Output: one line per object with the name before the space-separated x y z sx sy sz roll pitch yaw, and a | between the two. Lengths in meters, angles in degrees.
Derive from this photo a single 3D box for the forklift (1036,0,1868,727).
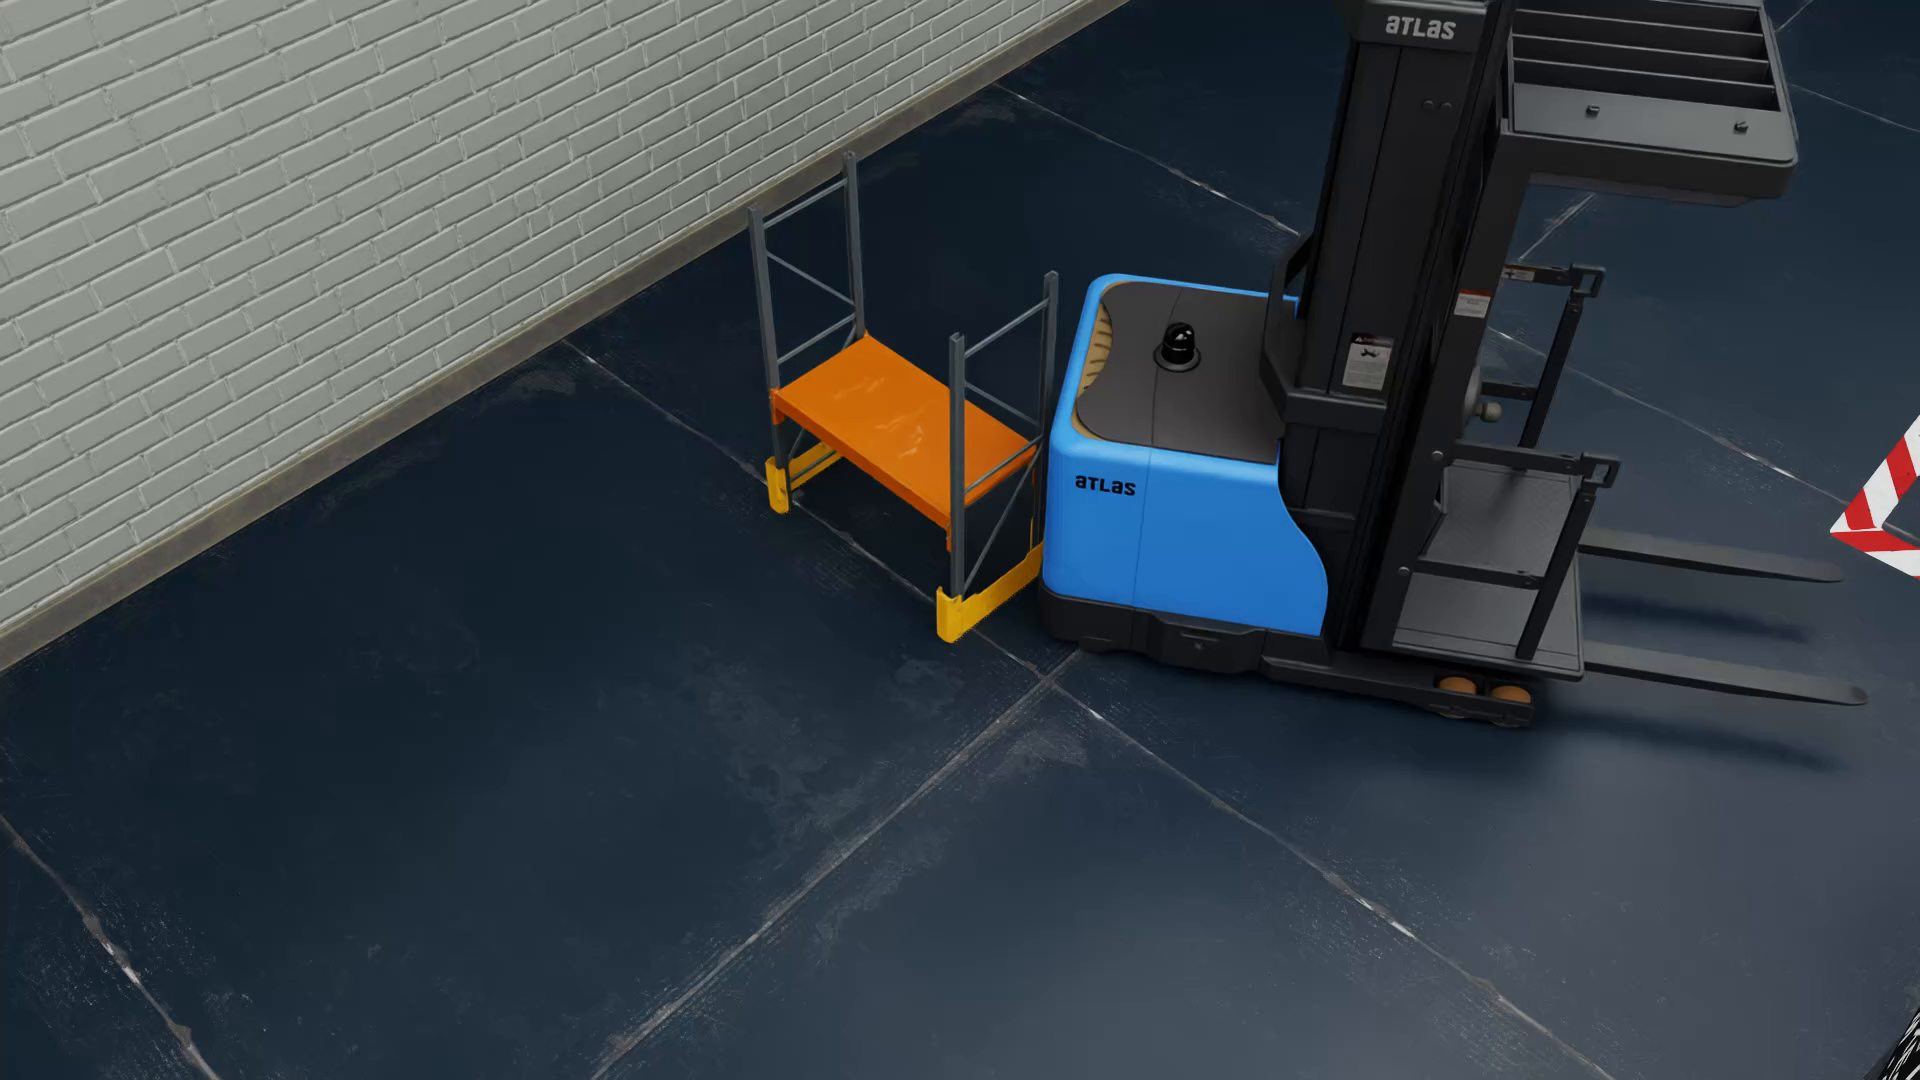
forklift | 1.869 -0.731 5.535 3.031 2.935 1.130 9 47 8

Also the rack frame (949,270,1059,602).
rack frame | 0.151 -0.269 6.082 0.032 1.500 0.500 36 56 29

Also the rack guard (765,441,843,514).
rack guard | -0.571 -0.362 7.027 0.087 0.250 0.587 36 56 29

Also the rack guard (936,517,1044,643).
rack guard | 0.137 0.149 6.547 0.087 0.250 0.587 36 56 29

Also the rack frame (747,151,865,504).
rack frame | -0.572 -0.790 6.572 0.032 1.500 0.500 36 56 29

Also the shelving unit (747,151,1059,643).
shelving unit | -0.217 -0.534 6.331 1.083 1.500 0.587 36 56 29

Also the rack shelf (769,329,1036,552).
rack shelf | -0.210 -0.406 6.458 1.000 0.185 0.538 36 56 29
